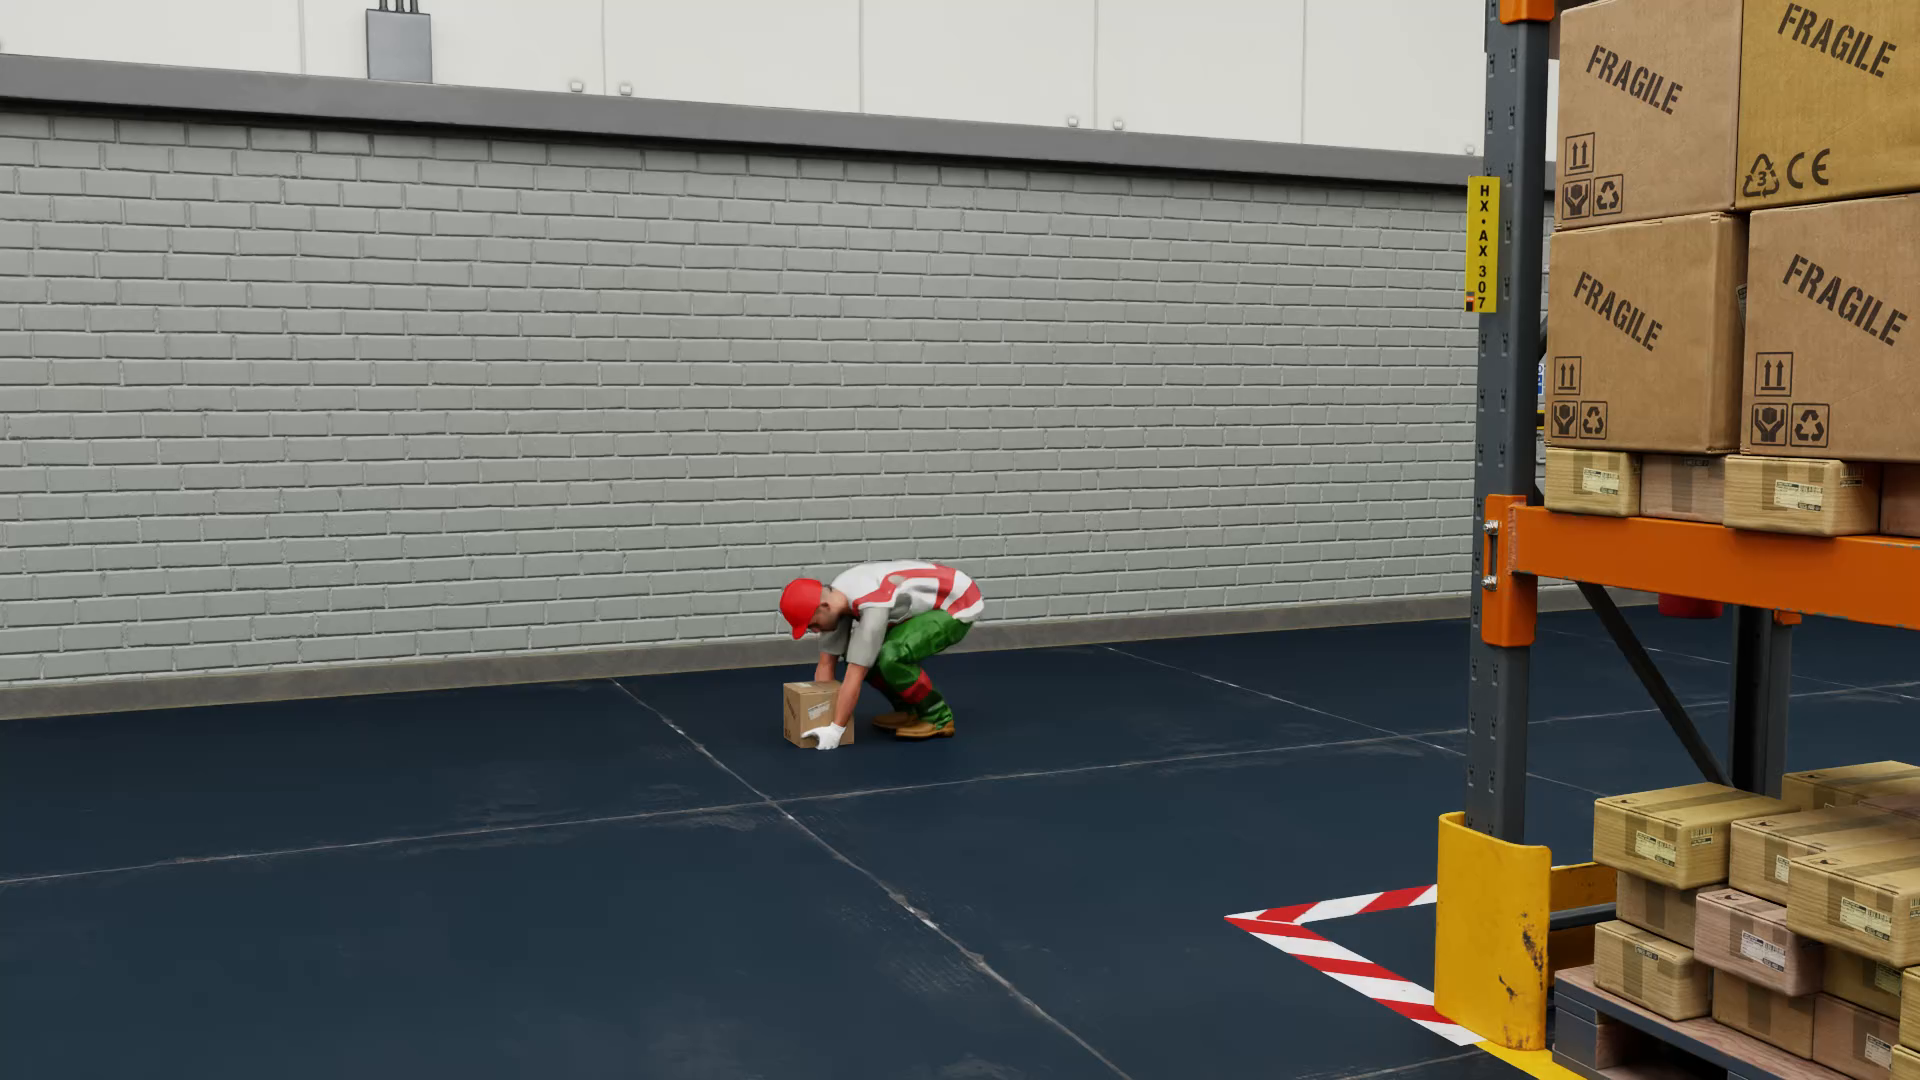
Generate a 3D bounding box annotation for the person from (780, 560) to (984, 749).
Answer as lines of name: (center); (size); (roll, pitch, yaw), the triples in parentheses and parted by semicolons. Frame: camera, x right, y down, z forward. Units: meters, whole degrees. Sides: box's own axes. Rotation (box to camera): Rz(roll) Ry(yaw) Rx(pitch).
person: (-0.361, 0.512, 7.566); (0.965, 0.820, 0.526); (-3, 6, -25)
